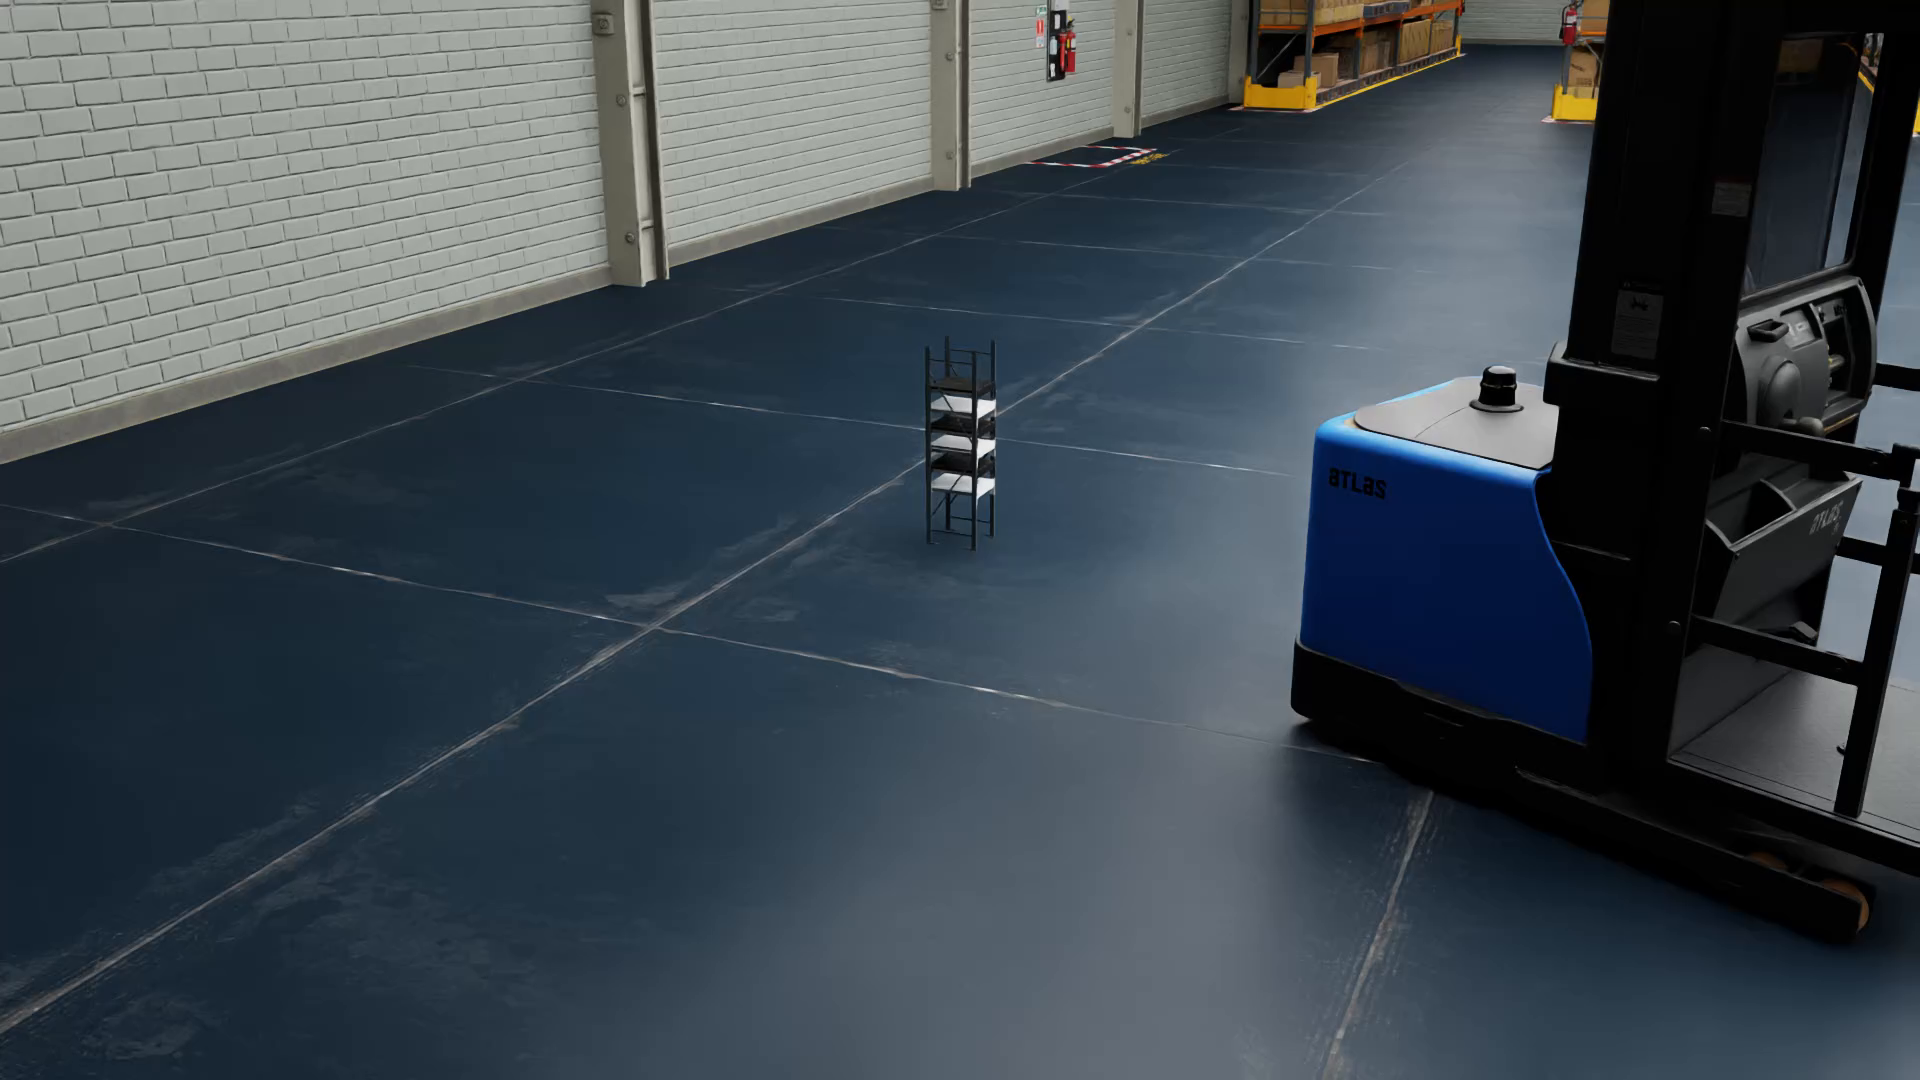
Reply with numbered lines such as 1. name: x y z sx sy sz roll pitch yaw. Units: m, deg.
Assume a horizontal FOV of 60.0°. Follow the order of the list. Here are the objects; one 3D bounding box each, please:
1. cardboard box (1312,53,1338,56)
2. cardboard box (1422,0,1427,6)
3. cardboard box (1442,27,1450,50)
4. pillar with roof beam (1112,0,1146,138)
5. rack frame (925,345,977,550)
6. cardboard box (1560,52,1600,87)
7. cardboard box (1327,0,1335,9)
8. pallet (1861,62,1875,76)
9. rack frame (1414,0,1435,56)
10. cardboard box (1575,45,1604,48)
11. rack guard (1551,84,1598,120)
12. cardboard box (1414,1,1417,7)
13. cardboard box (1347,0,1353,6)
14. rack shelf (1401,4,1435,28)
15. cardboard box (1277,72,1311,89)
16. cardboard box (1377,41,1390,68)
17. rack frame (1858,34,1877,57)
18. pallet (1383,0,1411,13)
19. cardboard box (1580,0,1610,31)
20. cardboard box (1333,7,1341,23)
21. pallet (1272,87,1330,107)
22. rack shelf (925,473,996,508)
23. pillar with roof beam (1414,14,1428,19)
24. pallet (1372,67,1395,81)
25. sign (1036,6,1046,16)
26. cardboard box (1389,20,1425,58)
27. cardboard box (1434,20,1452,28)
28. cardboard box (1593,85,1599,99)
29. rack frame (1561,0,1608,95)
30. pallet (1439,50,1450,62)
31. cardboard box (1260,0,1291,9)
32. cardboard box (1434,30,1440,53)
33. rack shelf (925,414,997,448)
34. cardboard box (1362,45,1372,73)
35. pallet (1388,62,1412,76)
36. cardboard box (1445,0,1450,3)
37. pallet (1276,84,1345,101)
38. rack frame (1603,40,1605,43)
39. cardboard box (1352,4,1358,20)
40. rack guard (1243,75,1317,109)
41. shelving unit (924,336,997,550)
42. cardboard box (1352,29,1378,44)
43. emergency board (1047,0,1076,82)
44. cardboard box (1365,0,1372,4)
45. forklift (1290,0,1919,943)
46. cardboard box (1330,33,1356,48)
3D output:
1. cardboard box: 6.566 -8.579 30.190 0.500 0.500 0.500 7 21 19
2. cardboard box: 10.067 -11.825 36.587 0.380 0.149 0.250 9 21 23
3. cardboard box: 11.469 -12.180 40.345 0.700 0.500 0.500 8 21 23
4. pillar with roof beam: 6.285 -9.384 20.426 9.100 9.000 0.400 9 21 23
5. rack frame: -0.038 -0.395 7.238 0.240 0.900 0.006 9 21 23
6. cardboard box: 9.786 -7.431 26.246 0.500 0.500 0.500 9 21 23
7. cardboard box: 5.998 -9.196 27.925 0.500 0.500 0.500 9 21 23
8. pallet: 19.535 -9.875 34.921 1.003 0.211 1.213 9 21 23
9. rack frame: 10.231 -12.318 37.629 1.000 3.000 0.127 9 21 23
10. cardboard box: 10.591 -8.045 27.971 0.500 0.500 0.500 9 21 23
11. rack guard: 9.828 -6.786 25.804 1.175 0.500 0.348 9 21 23
12. cardboard box: 9.671 -11.605 35.969 0.380 0.149 0.250 9 22 24
13. cardboard box: 6.628 -9.672 29.263 0.500 0.500 0.500 8 21 21
14. rack shelf: 9.412 -11.368 36.030 1.077 0.370 4.000 9 21 23
15. cardboard box: 5.682 -7.789 28.251 0.500 0.311 0.500 6 20 17
16. cardboard box: 8.346 -9.897 33.897 0.700 0.500 0.500 9 21 23
17. rack frame: 20.907 -12.181 37.245 1.000 3.000 0.127 9 21 23
18. pallet: 8.398 -10.772 33.569 1.213 0.211 1.003 9 21 23
19. cardboard box: 10.041 -8.159 25.785 0.700 0.500 0.500 9 21 23
20. cardboard box: 6.220 -9.010 28.520 0.500 0.250 0.500 8 21 22
21. pallet: 5.713 -7.603 28.531 1.003 0.211 1.213 9 21 23
22. rack shelf: 0.003 -0.225 7.396 0.258 0.077 0.200 9 21 23
23. pillar with roof beam: 16.113 -16.721 41.055 9.100 9.000 0.400 9 21 23
24. pallet: 8.272 -9.543 33.987 1.003 0.211 1.213 9 21 23
25. sign: 1.000 -6.510 20.453 0.001 0.109 0.331 9 21 23
26. cardboard box: 9.722 -11.014 36.545 0.750 0.750 0.750 9 22 24
27. cardboard box: 11.683 -12.496 40.266 0.380 0.149 0.250 9 22 24
28. cardboard box: 10.260 -7.007 26.171 0.500 0.250 0.500 9 21 23
29. rack frame: 9.838 -7.971 25.406 1.000 3.000 0.127 9 21 23
30. pallet: 11.112 -11.600 39.772 1.003 0.211 1.213 9 21 23
31. cardboard box: 5.316 -9.115 27.697 0.500 0.500 0.500 8 21 22
32. cardboard box: 10.839 -11.706 39.011 0.700 0.500 0.500 8 21 22
33. rack shelf: 0.003 -0.480 7.306 0.258 0.077 0.200 9 21 23
34. cardboard box: 7.653 -9.445 32.623 0.700 0.500 0.500 9 21 23
35. pallet: 8.985 -10.012 35.306 1.003 0.211 1.213 9 21 23
36. cardboard box: 11.061 -13.069 39.293 0.980 0.700 0.700 7 21 20
37. pallet: 6.214 -7.974 29.576 1.003 0.211 1.213 9 21 23
38. rack frame: 13.114 -10.417 32.282 1.000 3.000 0.127 9 21 23
39. cardboard box: 6.826 -9.474 29.825 0.500 0.250 0.500 9 21 23
40. rack guard: 5.348 -7.495 27.798 1.175 0.500 0.348 9 21 23
41. shelving unit: 0.003 -0.426 7.325 0.258 0.900 0.210 9 21 23
42. cardboard box: 8.055 -10.085 33.305 0.500 0.250 0.500 9 21 24
43. emergency board: 1.311 -6.398 20.982 0.194 1.169 0.643 9 21 23
44. cardboard box: 7.430 -10.448 31.564 0.700 0.500 0.500 11 22 28
45. forklift: 2.506 -0.501 4.503 1.130 2.935 3.031 -18 26 -41
46. cardboard box: 7.418 -9.618 31.991 0.500 0.250 0.500 8 21 22
